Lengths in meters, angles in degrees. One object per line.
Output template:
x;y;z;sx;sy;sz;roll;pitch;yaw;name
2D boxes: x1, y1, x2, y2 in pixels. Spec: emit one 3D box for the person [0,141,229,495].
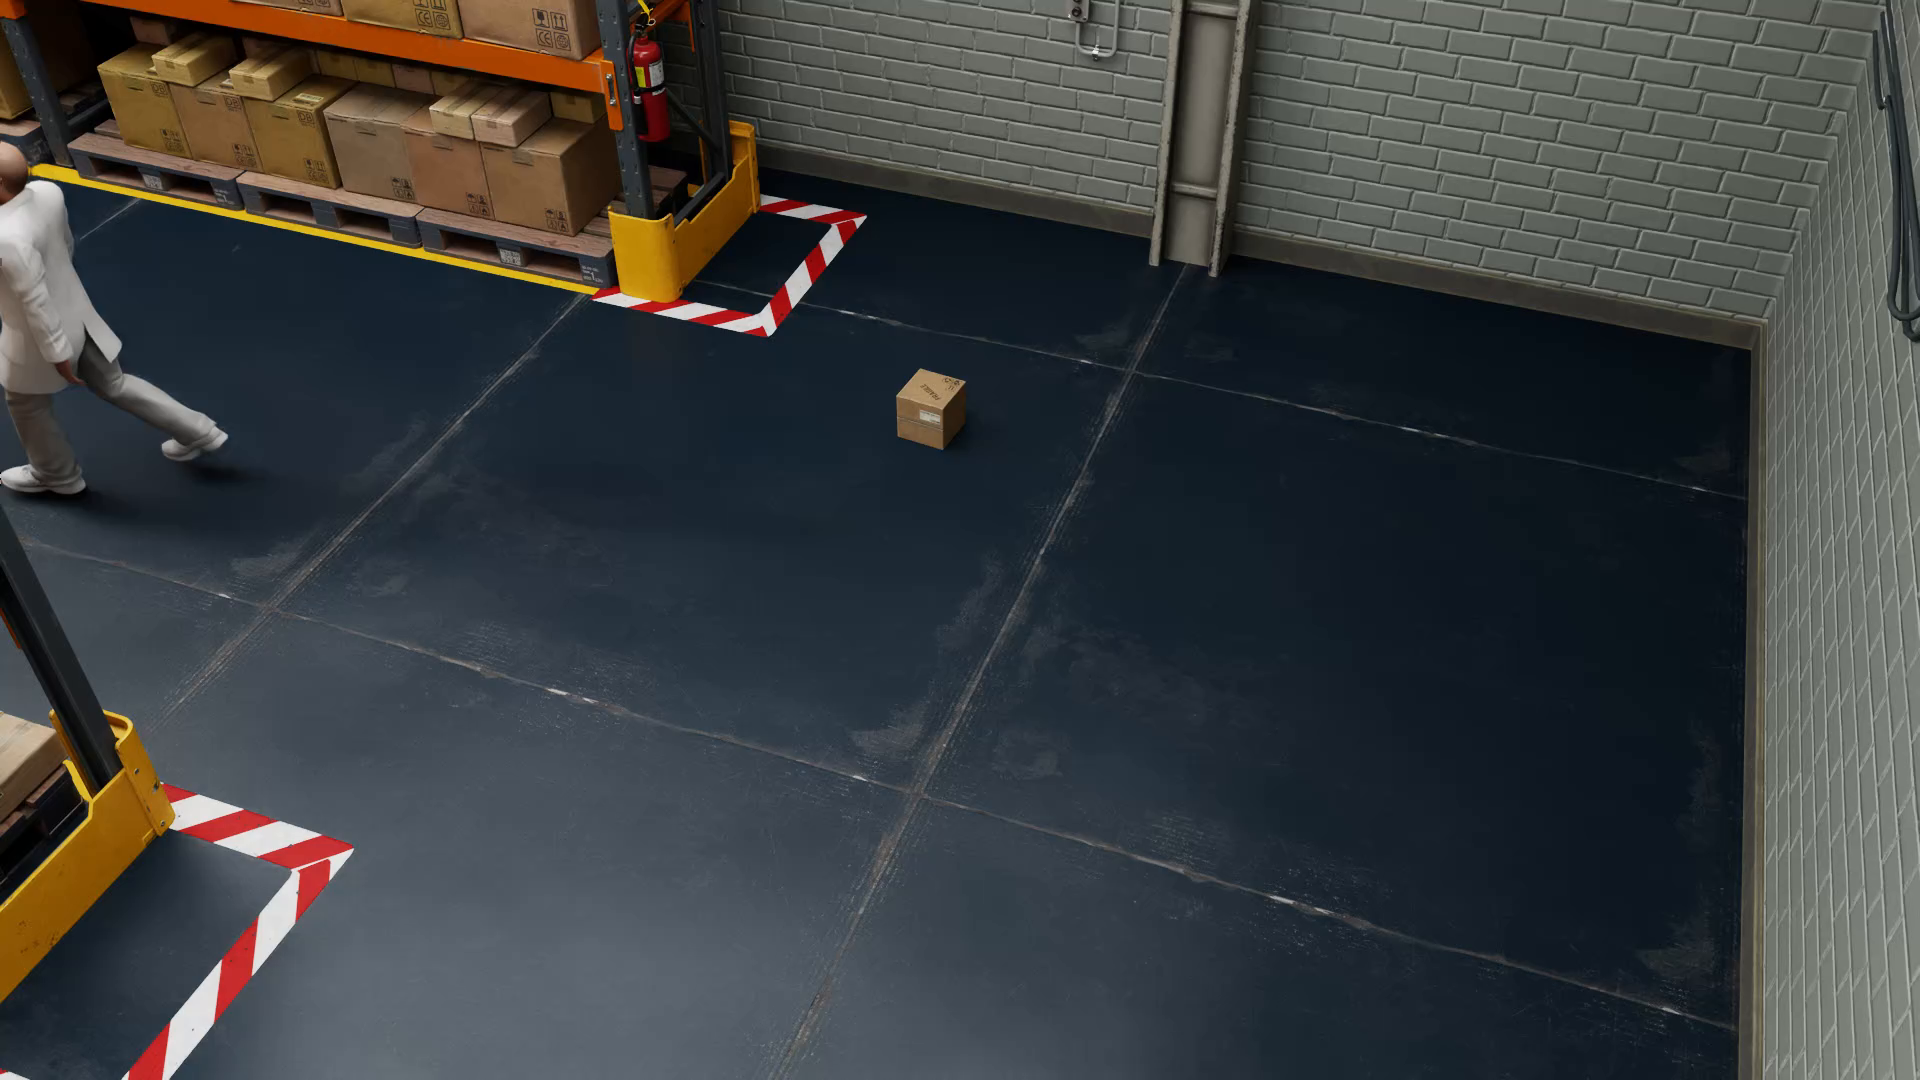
-3.931;-0.948;7.259;1.046;1.740;0.575;1;41;1;person
